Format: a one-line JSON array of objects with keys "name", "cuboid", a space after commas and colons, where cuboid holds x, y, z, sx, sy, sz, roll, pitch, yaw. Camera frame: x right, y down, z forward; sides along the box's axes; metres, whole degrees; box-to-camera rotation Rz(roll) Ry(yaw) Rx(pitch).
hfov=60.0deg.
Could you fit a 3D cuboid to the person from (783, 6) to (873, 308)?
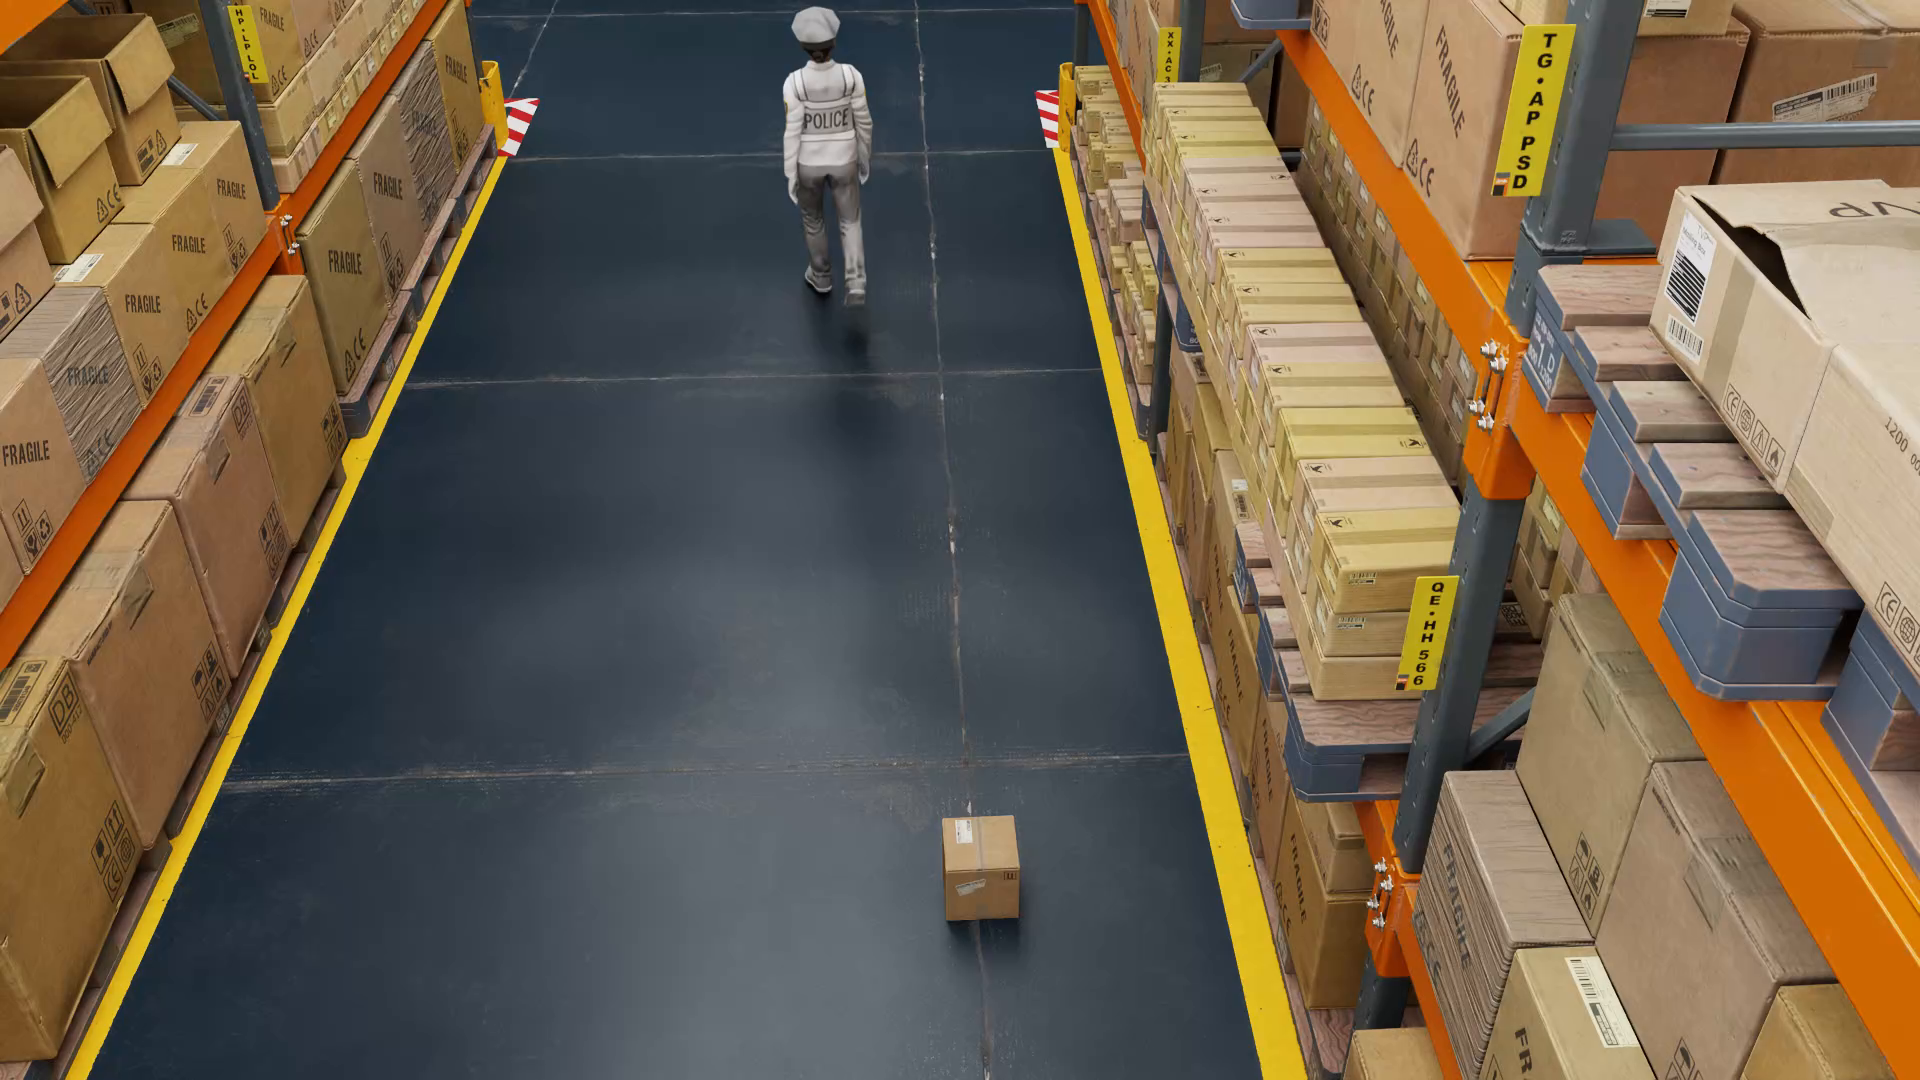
[{"name": "person", "cuboid": [-0.704, -2.023, 8.945, 0.494, 1.658, 0.811, -7, 36, -10]}]
